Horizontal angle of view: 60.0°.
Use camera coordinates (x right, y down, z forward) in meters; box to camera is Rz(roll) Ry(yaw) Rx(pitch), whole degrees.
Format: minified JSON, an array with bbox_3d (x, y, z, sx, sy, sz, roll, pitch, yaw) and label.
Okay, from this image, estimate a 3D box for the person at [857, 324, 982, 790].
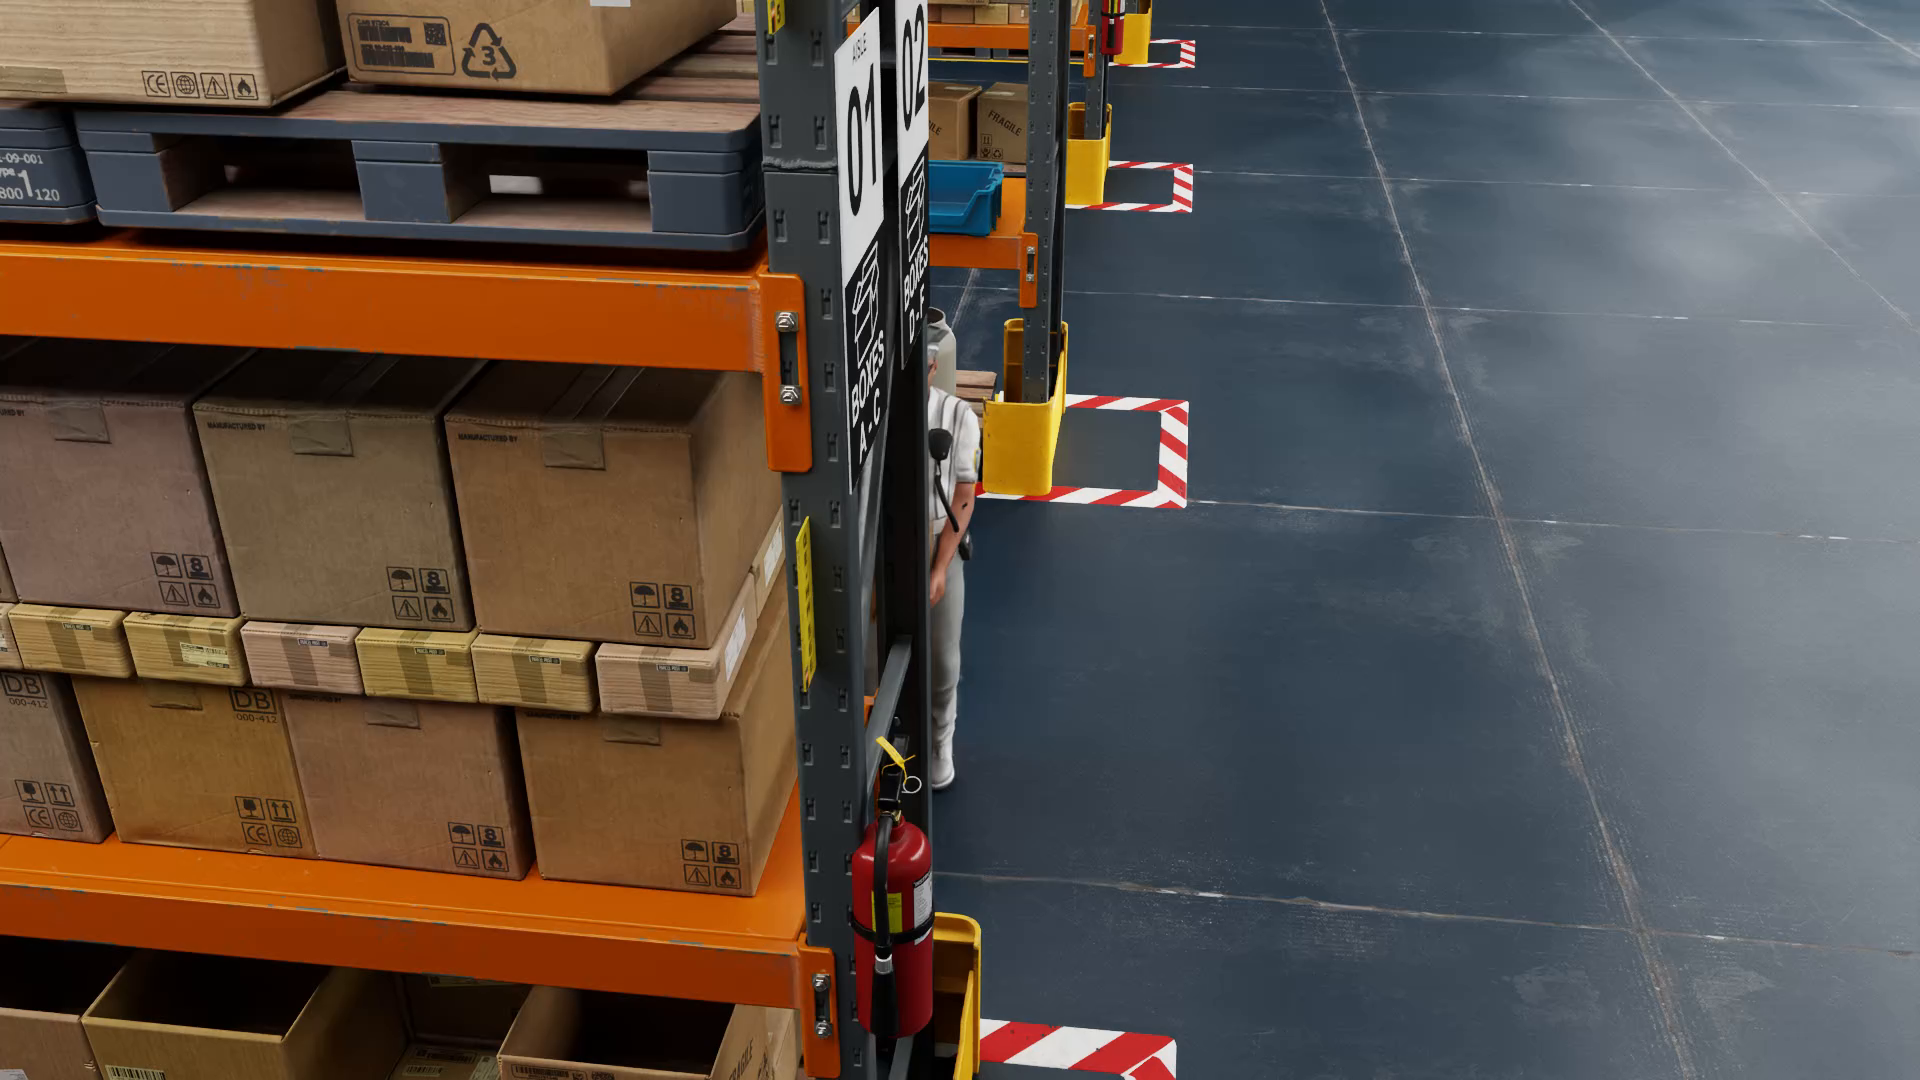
[{"bbox_3d":[-0.193,0.087,5.917,0.513,1.782,0.552,3,28,6],"label":"person"}]
